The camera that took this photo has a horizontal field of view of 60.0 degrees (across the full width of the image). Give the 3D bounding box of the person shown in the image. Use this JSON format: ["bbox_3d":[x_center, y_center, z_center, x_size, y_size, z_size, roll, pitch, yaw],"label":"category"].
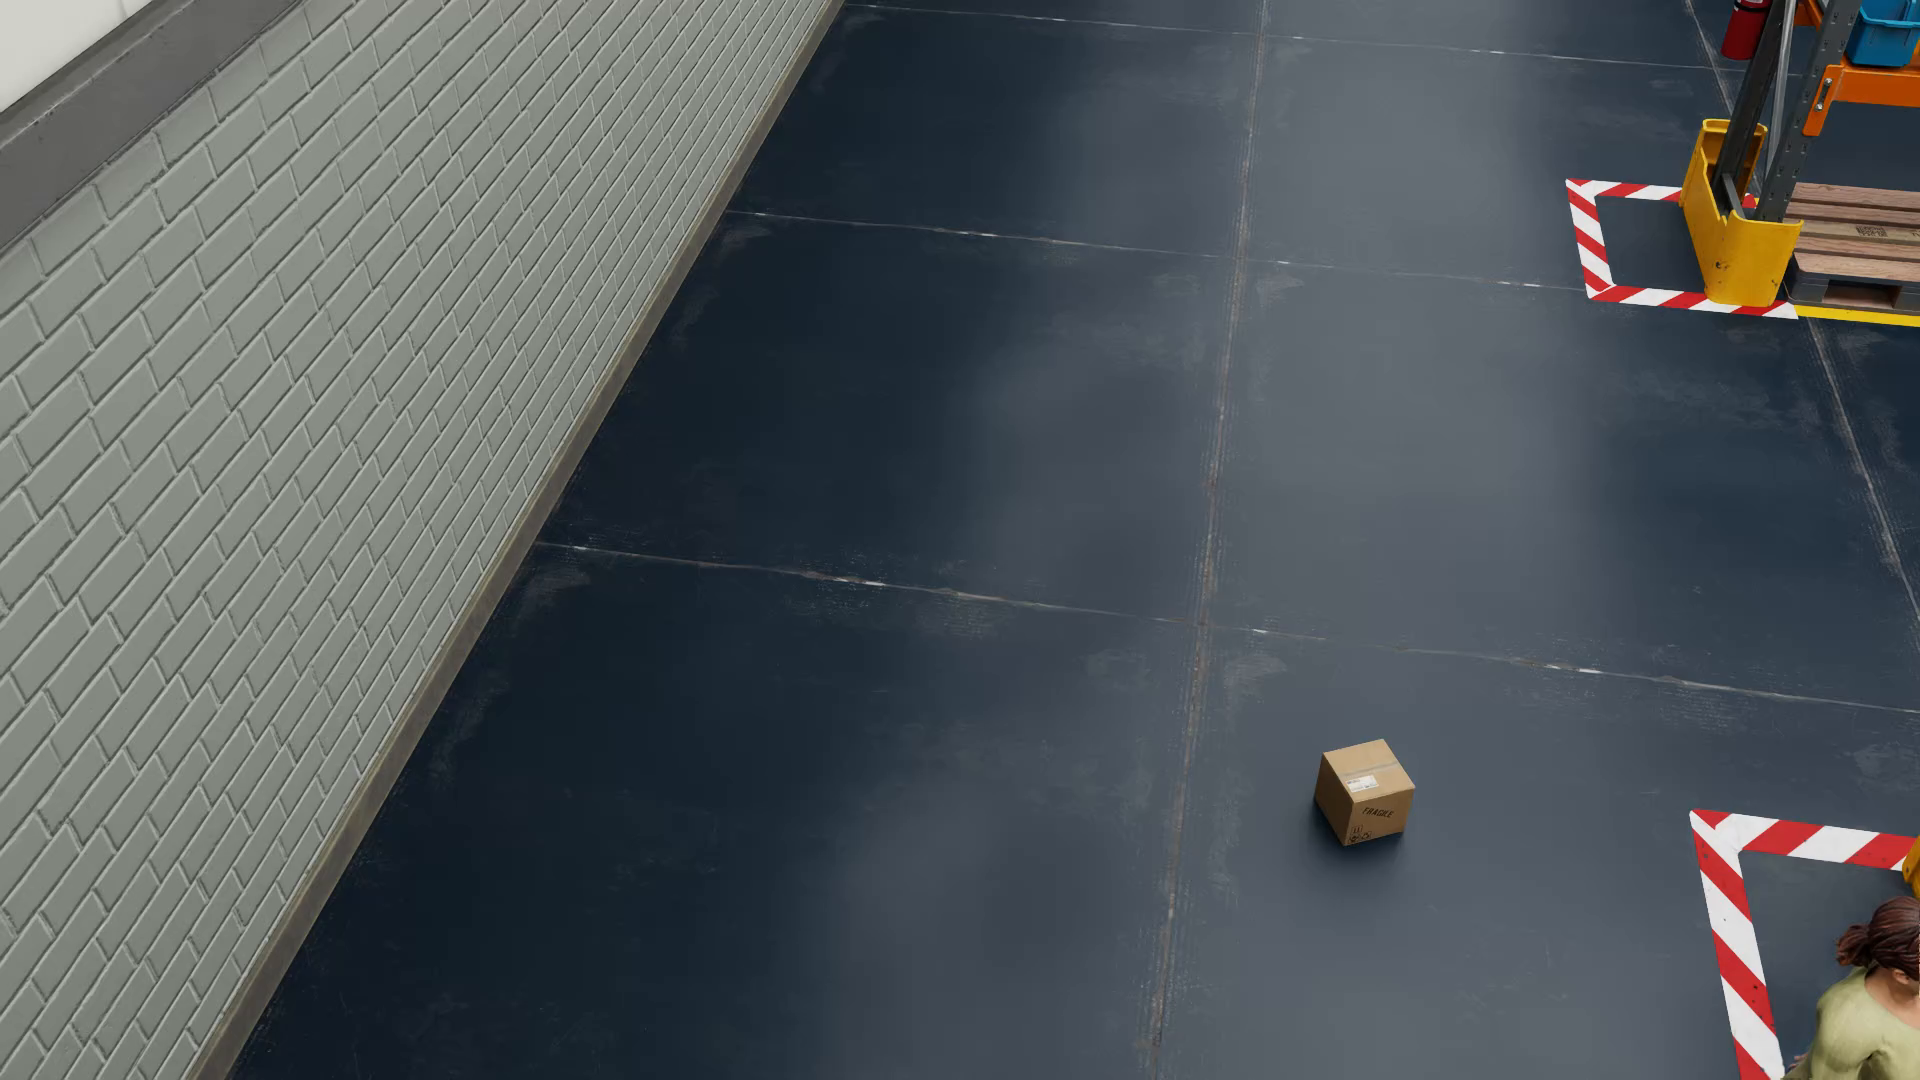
[{"bbox_3d":[2.322,1.582,4.343,0.446,1.717,0.654,-23,46,-24],"label":"person"}]
